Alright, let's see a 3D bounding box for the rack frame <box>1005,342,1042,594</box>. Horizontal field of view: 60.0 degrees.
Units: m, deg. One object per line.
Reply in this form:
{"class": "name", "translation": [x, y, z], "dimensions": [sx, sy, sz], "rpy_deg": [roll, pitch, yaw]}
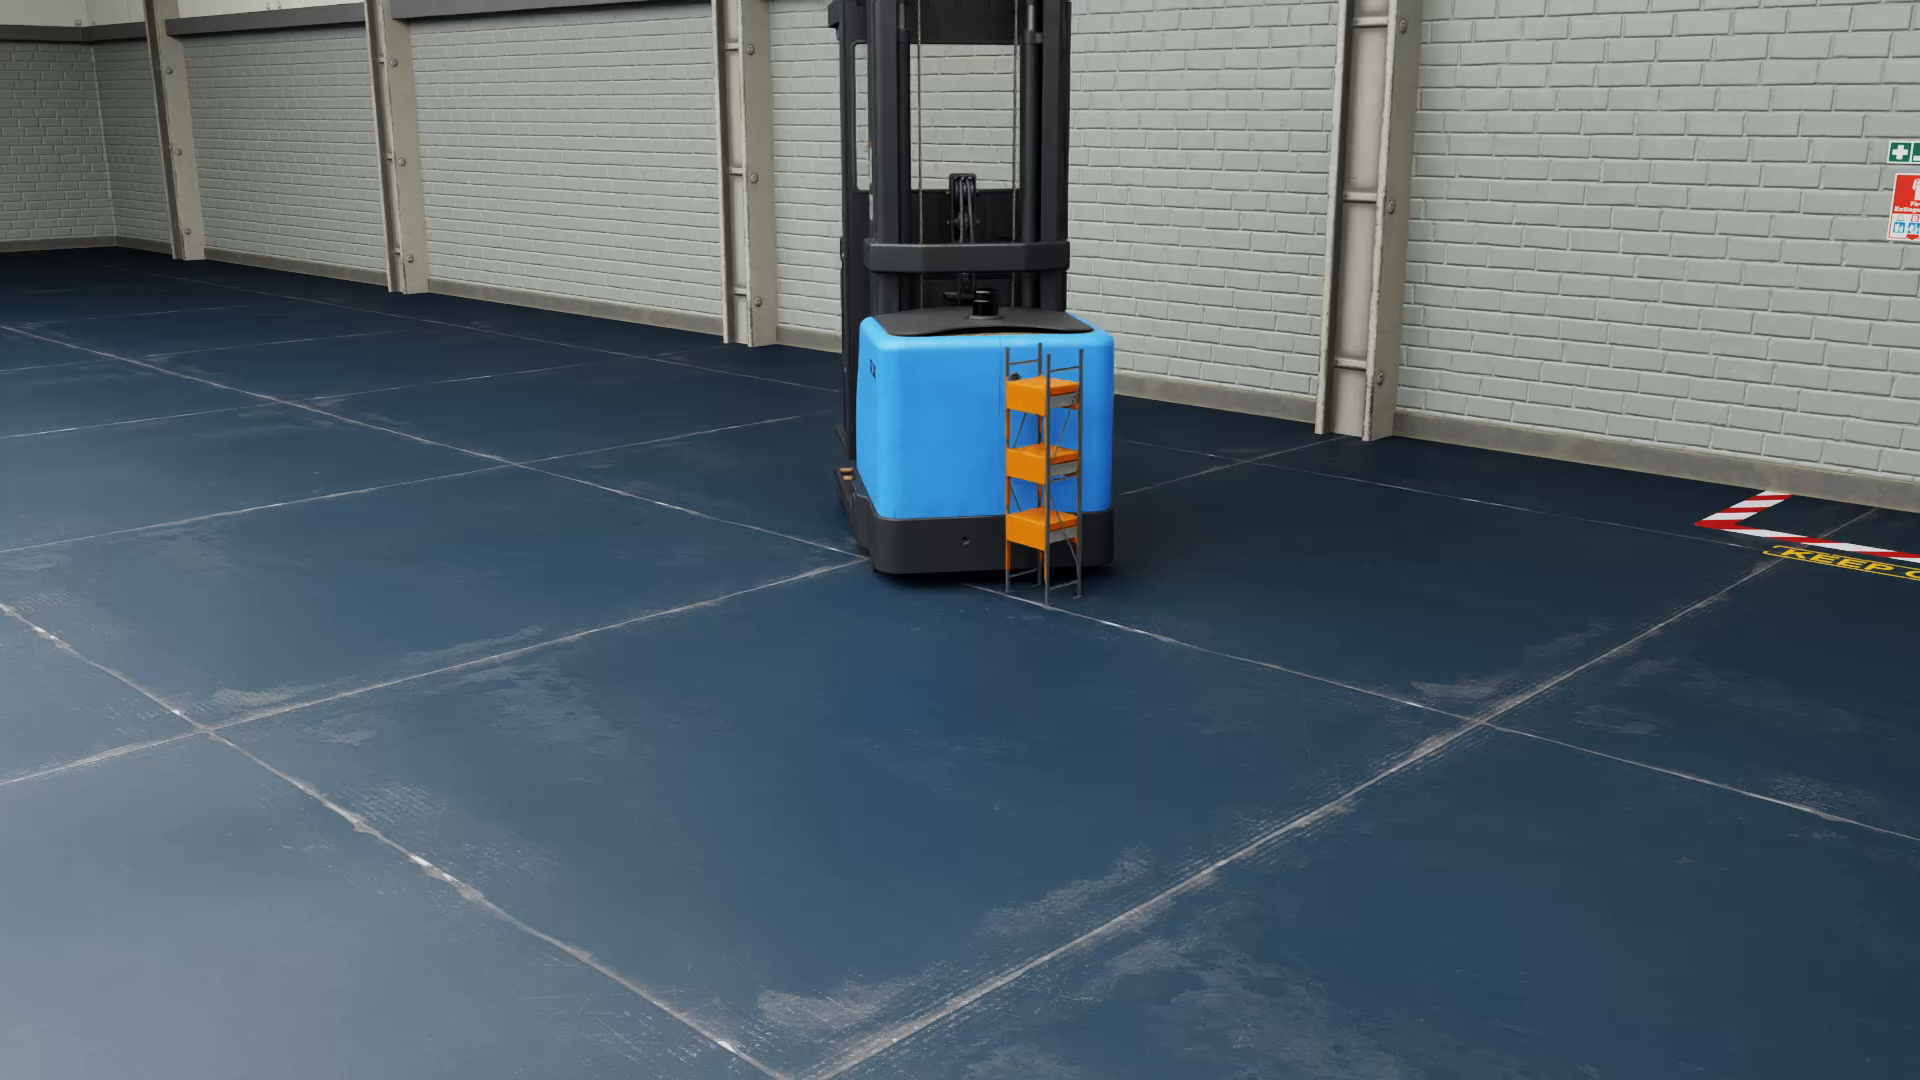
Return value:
{"class": "rack frame", "translation": [0.267, -0.296, 6.980], "dimensions": [0.200, 1.050, 0.008], "rpy_deg": [-13, 19, -39]}

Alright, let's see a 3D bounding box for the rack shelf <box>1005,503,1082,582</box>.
{"class": "rack shelf", "translation": [0.349, 0.006, 6.965], "dimensions": [0.215, 0.259, 0.240], "rpy_deg": [-13, 19, -39]}

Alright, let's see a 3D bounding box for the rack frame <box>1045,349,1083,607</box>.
{"class": "rack frame", "translation": [0.425, -0.249, 6.800], "dimensions": [0.200, 1.050, 0.008], "rpy_deg": [-13, 19, -39]}

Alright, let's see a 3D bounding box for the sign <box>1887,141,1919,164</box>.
{"class": "sign", "translation": [4.731, -1.900, 8.153], "dimensions": [0.331, 0.109, 0.001], "rpy_deg": [14, 20, 42]}

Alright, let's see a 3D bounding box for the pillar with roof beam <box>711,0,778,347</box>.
{"class": "pillar with roof beam", "translation": [-4.813, -5.295, 10.408], "dimensions": [0.400, 9.000, 9.100], "rpy_deg": [14, 20, 42]}

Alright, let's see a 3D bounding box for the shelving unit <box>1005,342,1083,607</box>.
{"class": "shelving unit", "translation": [0.346, -0.273, 6.890], "dimensions": [0.215, 1.050, 0.252], "rpy_deg": [-13, 19, -39]}

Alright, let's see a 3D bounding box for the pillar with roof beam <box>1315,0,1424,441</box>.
{"class": "pillar with roof beam", "translation": [-0.494, -4.245, 6.378], "dimensions": [0.400, 9.000, 9.100], "rpy_deg": [14, 20, 42]}

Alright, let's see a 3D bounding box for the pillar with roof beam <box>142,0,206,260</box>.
{"class": "pillar with roof beam", "translation": [-13.452, -7.396, 18.468], "dimensions": [0.400, 9.000, 9.100], "rpy_deg": [14, 20, 42]}

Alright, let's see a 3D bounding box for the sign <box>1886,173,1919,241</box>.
{"class": "sign", "translation": [4.734, -1.646, 8.229], "dimensions": [0.234, 0.329, 0.001], "rpy_deg": [14, 20, 42]}

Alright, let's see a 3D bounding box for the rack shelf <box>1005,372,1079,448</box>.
{"class": "rack shelf", "translation": [0.343, -0.536, 6.819], "dimensions": [0.215, 0.259, 0.240], "rpy_deg": [-13, 19, -39]}

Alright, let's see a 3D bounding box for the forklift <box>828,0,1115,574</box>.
{"class": "forklift", "translation": [-0.060, -1.597, 8.247], "dimensions": [1.130, 2.935, 3.031], "rpy_deg": [-2, 15, -9]}

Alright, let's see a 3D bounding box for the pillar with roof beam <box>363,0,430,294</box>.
{"class": "pillar with roof beam", "translation": [-9.133, -6.346, 14.438], "dimensions": [0.400, 9.000, 9.100], "rpy_deg": [14, 20, 42]}

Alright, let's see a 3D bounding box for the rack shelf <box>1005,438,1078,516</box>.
{"class": "rack shelf", "translation": [0.346, -0.262, 6.893], "dimensions": [0.215, 0.259, 0.240], "rpy_deg": [-13, 19, -39]}
